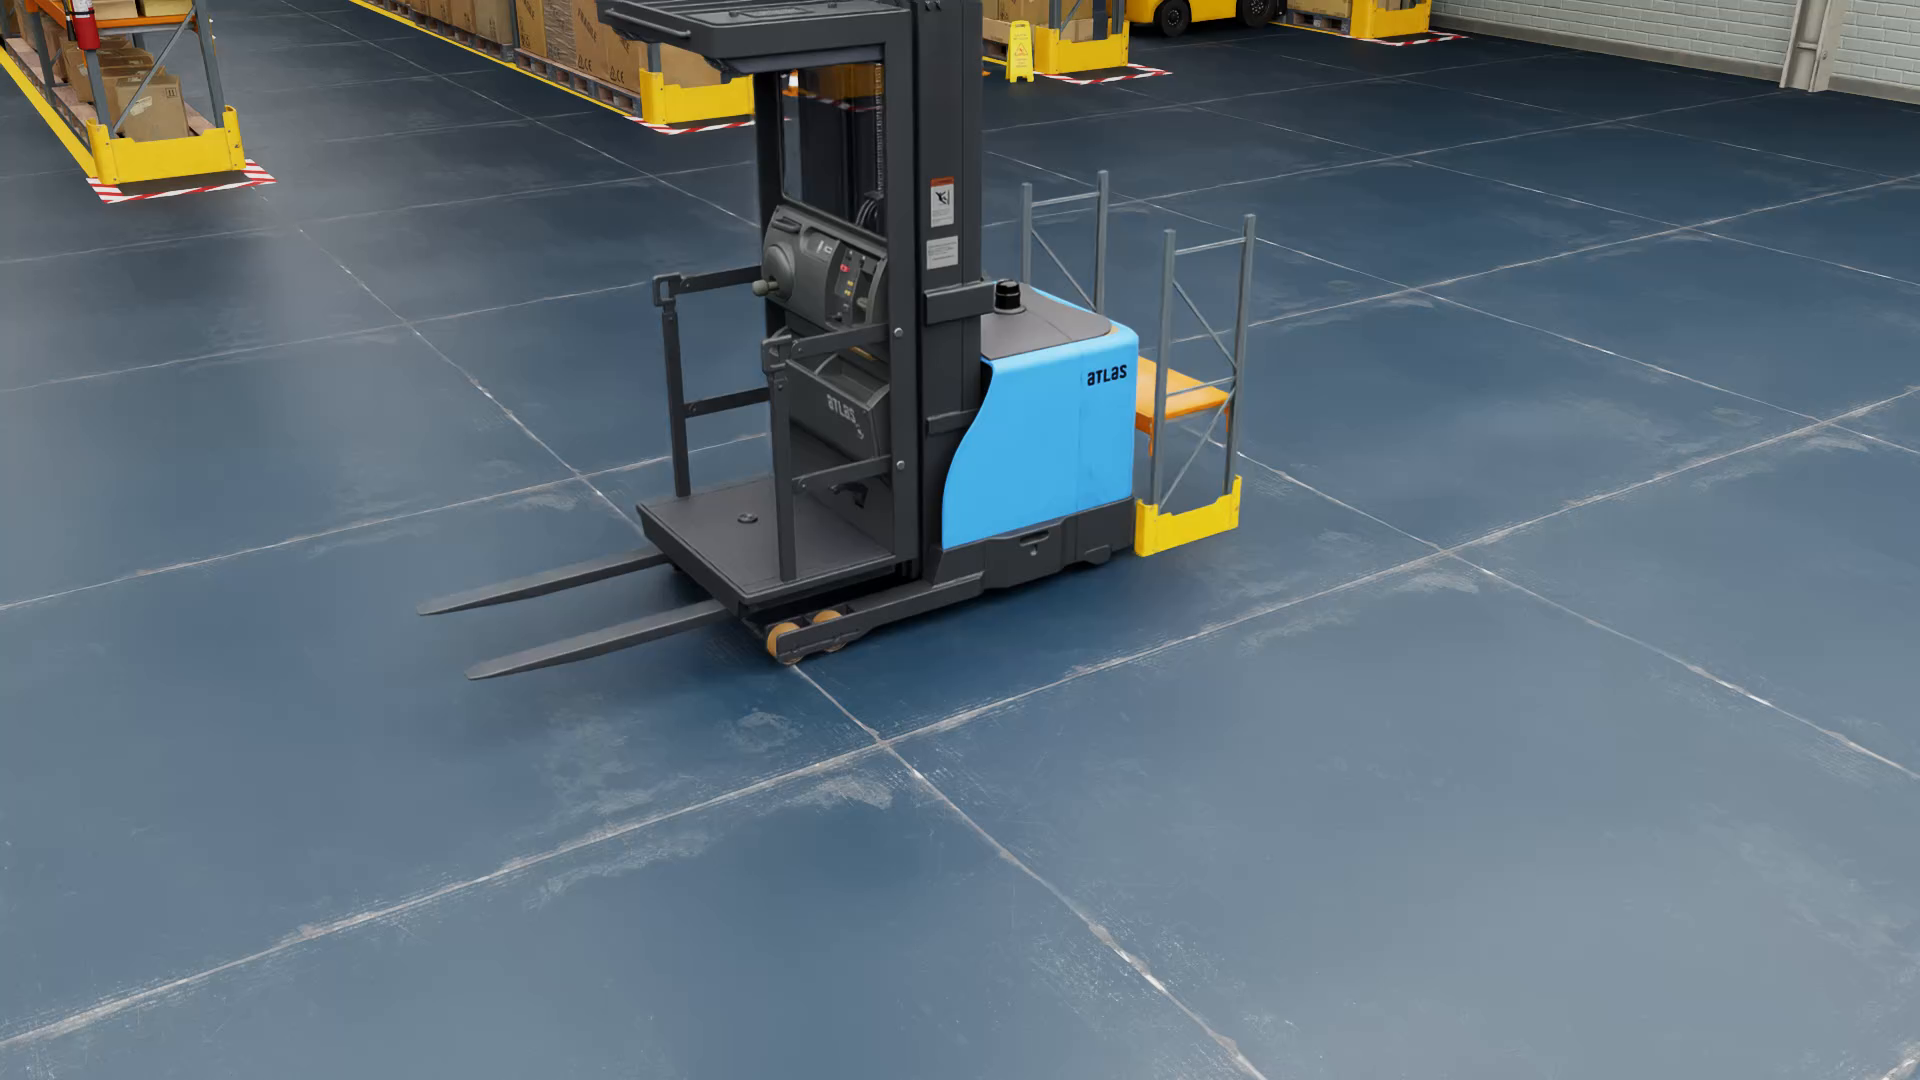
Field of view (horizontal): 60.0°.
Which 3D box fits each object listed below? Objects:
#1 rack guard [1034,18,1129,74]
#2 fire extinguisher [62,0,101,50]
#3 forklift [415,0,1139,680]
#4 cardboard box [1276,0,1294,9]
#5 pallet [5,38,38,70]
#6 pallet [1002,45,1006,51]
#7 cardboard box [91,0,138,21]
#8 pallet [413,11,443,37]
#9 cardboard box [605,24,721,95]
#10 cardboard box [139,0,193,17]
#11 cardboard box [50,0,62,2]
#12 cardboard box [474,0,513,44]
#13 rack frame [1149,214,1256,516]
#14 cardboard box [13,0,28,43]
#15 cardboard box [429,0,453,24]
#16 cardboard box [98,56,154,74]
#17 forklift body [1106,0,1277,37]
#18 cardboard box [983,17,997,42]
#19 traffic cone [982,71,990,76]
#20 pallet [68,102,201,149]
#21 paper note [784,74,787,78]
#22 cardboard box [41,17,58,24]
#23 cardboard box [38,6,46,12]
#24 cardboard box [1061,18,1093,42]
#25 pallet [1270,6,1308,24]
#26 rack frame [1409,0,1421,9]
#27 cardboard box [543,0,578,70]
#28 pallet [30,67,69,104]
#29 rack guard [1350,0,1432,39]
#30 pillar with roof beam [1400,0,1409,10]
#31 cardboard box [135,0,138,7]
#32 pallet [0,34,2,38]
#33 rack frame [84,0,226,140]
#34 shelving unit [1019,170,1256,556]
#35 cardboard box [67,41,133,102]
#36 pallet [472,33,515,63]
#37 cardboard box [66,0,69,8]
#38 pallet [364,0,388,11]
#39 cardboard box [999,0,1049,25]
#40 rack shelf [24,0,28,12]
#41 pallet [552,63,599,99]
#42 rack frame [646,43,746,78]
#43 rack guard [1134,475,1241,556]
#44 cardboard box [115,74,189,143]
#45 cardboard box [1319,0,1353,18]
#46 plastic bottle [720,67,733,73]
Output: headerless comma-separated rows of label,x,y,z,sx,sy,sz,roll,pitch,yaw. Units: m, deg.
rack guard,1.419,-5.746,19.336,1.175,0.500,0.348,-16,29,-30
fire extinguisher,-7.166,-4.356,13.555,0.296,0.674,0.183,-16,29,-30
forklift,-0.727,-1.082,6.608,3.031,2.935,1.130,-16,29,-30
cardboard box,4.567,-7.409,22.661,0.500,0.250,0.500,-15,29,-29
pallet,-10.784,-5.860,19.917,1.003,0.211,1.213,-16,29,-30
pallet,0.343,-6.350,20.954,1.003,0.211,1.213,-16,29,-30
cardboard box,-7.171,-4.480,14.021,0.380,0.149,0.250,-16,29,-30
pallet,-6.632,-6.960,22.247,1.003,0.211,1.213,-16,29,-30
cardboard box,-3.057,-5.116,17.070,0.875,0.875,0.875,-15,29,-29
cardboard box,-6.798,-4.584,14.240,0.380,0.149,0.250,-16,29,-30
cardboard box,-8.078,-4.992,15.105,0.380,0.149,0.250,-16,29,-30
cardboard box,-5.230,-6.464,20.072,1.050,0.750,0.750,-16,29,-30
rack frame,1.070,-0.679,7.432,0.500,1.500,0.032,-16,30,-31
cardboard box,-10.827,-6.235,19.856,0.700,0.500,0.500,-17,30,-32
cardboard box,-6.262,-7.143,21.510,1.050,0.750,0.750,-15,29,-29
cardboard box,-7.850,-4.261,15.698,0.500,0.500,0.500,-13,28,-25
forklift body,3.054,-7.877,21.916,2.313,2.155,1.214,-16,29,-30
cardboard box,0.518,-6.209,20.118,0.500,0.250,0.500,-15,29,-29
traffic cone,0.145,-5.555,18.976,0.336,0.463,0.334,-16,29,-30
pallet,-7.960,-4.041,16.062,1.003,0.211,1.213,-16,29,-30
paper note,-2.042,-5.258,18.854,0.144,0.017,0.142,-6,26,-12
cardboard box,-9.588,-5.439,18.170,0.700,0.500,0.500,-16,29,-30
cardboard box,-10.198,-5.838,19.016,0.700,0.500,0.500,-13,28,-25
cardboard box,1.252,-6.149,19.990,0.500,0.250,0.500,-16,30,-30
pallet,4.503,-7.446,23.276,1.003,0.211,1.213,-16,29,-30
rack frame,5.617,-8.007,21.198,1.000,3.000,0.127,-16,29,-30
cardboard box,-4.035,-5.757,18.427,0.875,0.875,0.875,-15,29,-29
pallet,-9.452,-4.988,18.068,1.003,0.211,1.213,-16,29,-30
rack guard,5.630,-6.868,21.714,1.175,0.500,0.348,-16,29,-30
pillar with roof beam,2.385,-10.176,18.765,9.100,9.000,0.400,-16,29,-30
cardboard box,-7.043,-4.770,14.636,0.380,0.149,0.250,-16,29,-30
pallet,-12.239,-6.876,22.068,1.003,0.211,1.213,-16,29,-30
rack frame,-6.843,-4.540,13.853,1.000,3.000,0.127,-16,29,-30
shelving unit,0.780,-0.862,7.819,0.587,1.500,1.083,-16,30,-31
cardboard box,-8.522,-4.675,16.575,0.500,0.500,0.500,-6,26,-13
pallet,-5.300,-6.088,20.398,1.003,0.211,1.213,-16,29,-30
cardboard box,-7.610,-4.740,14.571,0.380,0.149,0.250,-16,29,-30
pallet,-8.086,-7.976,24.398,1.003,0.211,1.213,-16,29,-30
cardboard box,0.805,-6.361,19.561,0.500,0.500,0.500,-15,29,-29
rack shelf,-10.118,-6.361,18.553,1.077,0.370,4.000,-16,29,-30
pallet,-3.796,-5.102,18.311,1.003,0.211,1.213,-16,29,-30
rack frame,-2.632,-5.660,16.225,1.000,3.000,0.127,-16,29,-30
rack guard,1.060,-0.121,7.713,0.587,0.250,0.087,-16,30,-31
cardboard box,-7.169,-3.827,14.778,0.500,0.500,0.500,-10,27,-20
cardboard box,5.096,-7.048,21.896,0.500,0.250,0.500,-15,29,-29
plastic bottle,-2.640,-5.449,19.221,0.133,0.061,0.283,18,31,33
